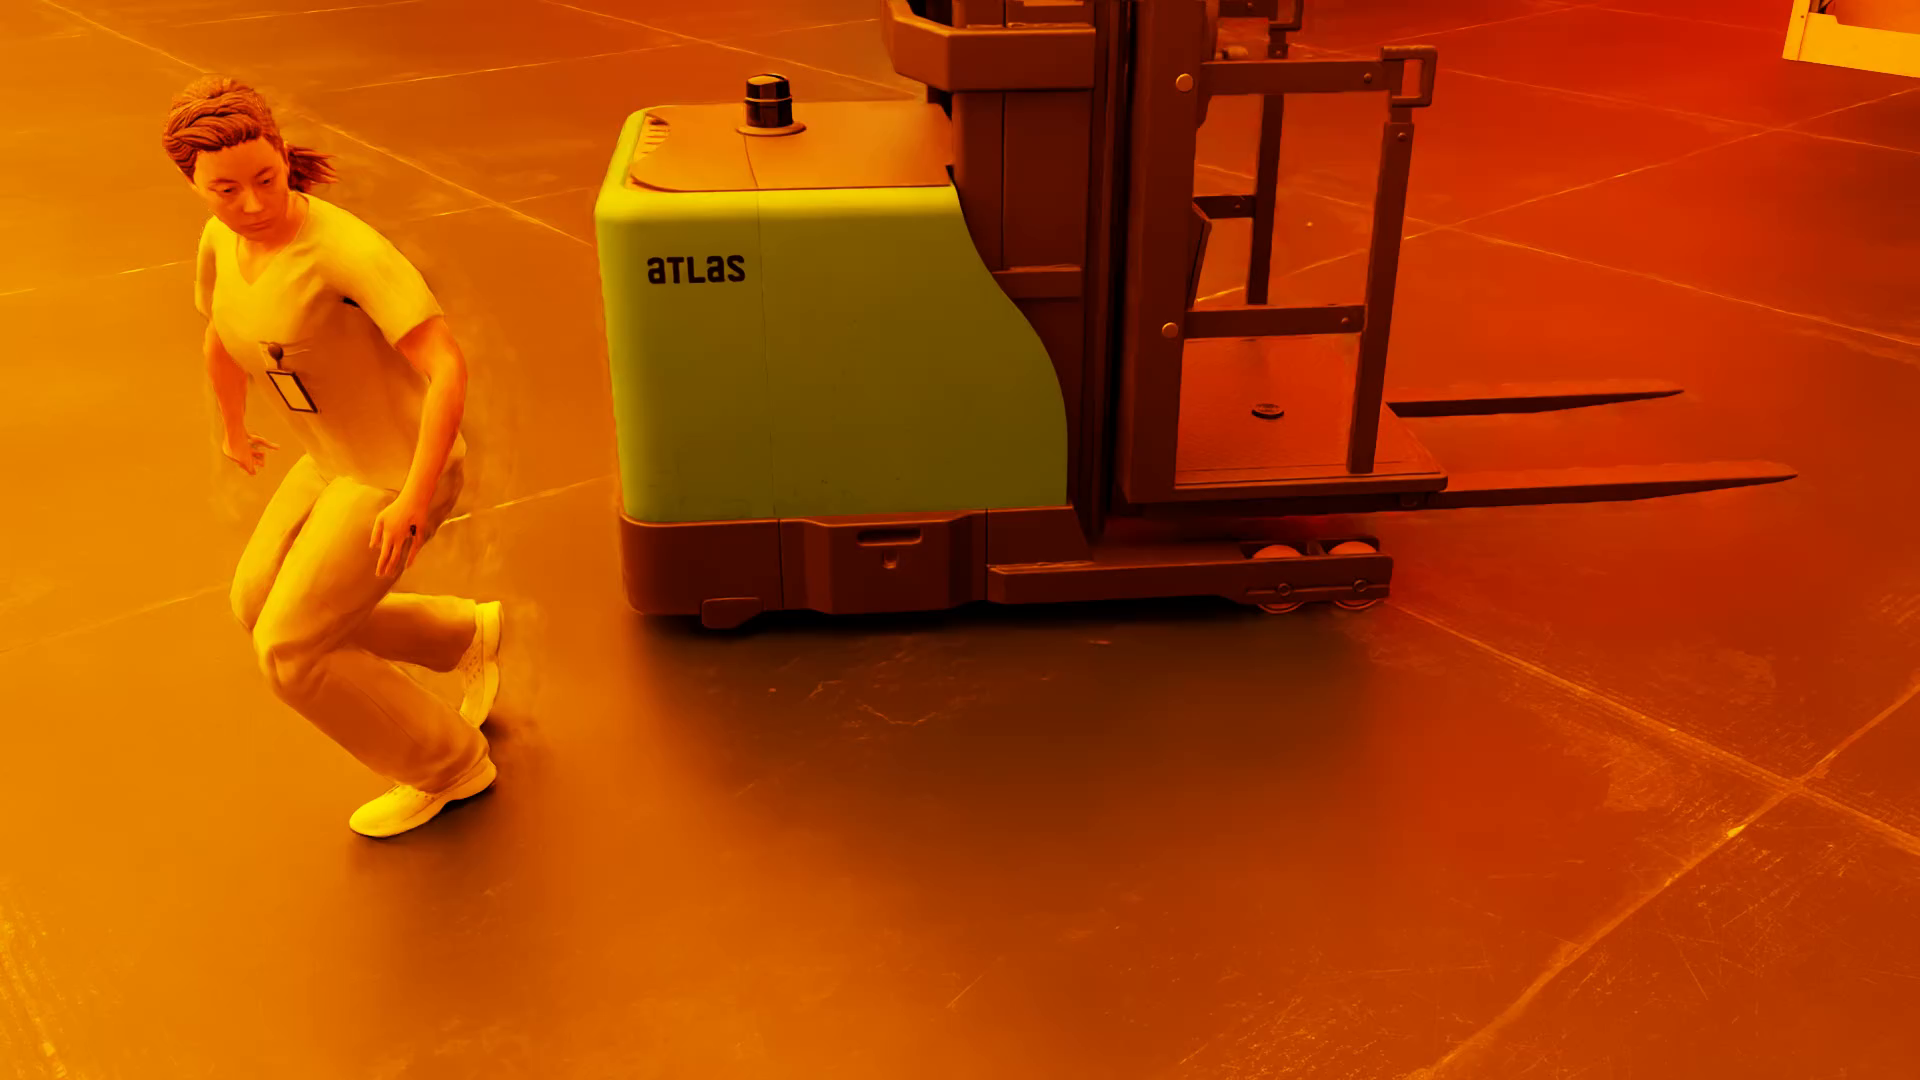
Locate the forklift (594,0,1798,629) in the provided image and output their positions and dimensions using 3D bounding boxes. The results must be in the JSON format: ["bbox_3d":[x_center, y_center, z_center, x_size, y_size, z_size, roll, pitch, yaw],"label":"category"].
[{"bbox_3d":[0.652,-1.363,3.950,3.031,2.935,1.130,-3,27,-5],"label":"forklift"}]

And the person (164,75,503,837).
[{"bbox_3d":[-1.167,-0.169,3.201,0.584,1.481,0.799,-23,35,-39],"label":"person"}]
